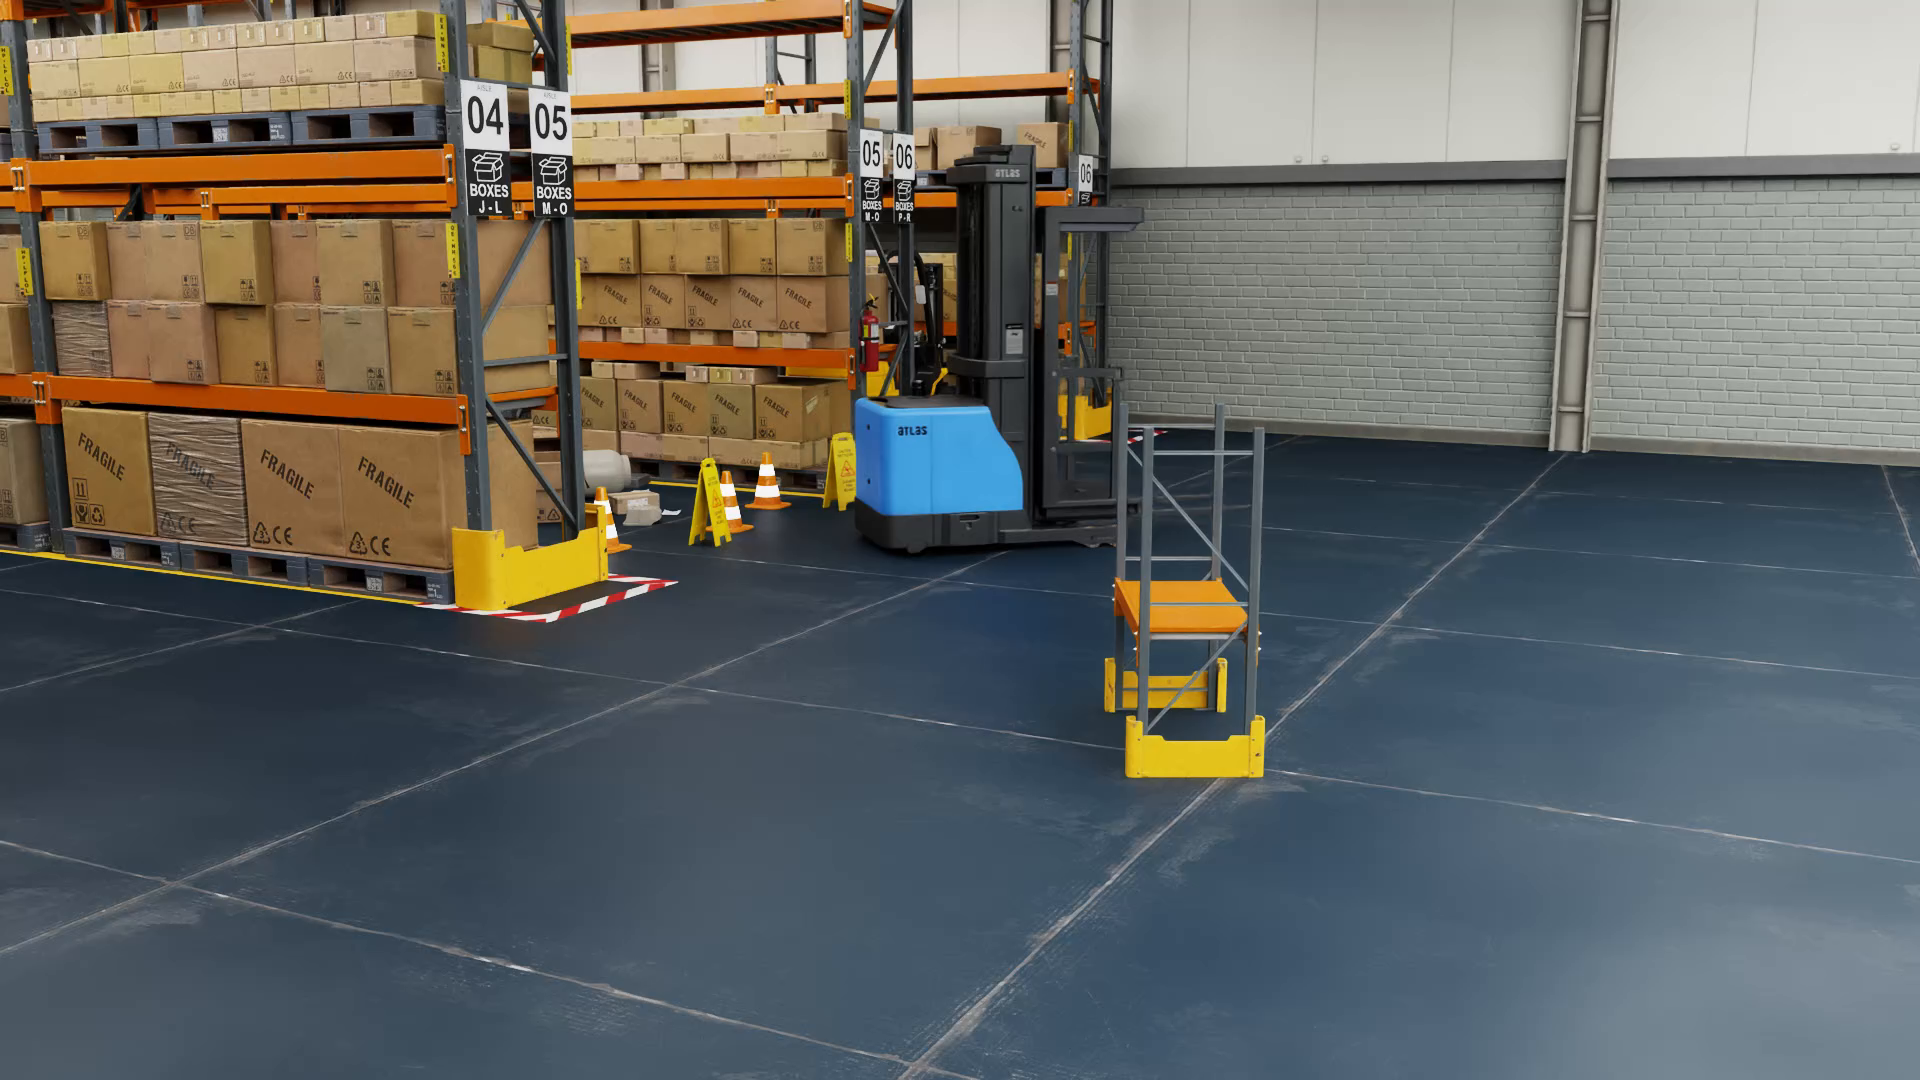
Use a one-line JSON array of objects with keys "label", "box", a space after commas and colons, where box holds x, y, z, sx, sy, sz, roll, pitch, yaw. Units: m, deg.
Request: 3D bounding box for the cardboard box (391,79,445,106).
[{"label": "cardboard box", "box": [-3.245, -2.720, 10.161, 0.250, 0.149, 0.380, 5, 11, 26]}]

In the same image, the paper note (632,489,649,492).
[{"label": "paper note", "box": [-2.913, -0.447, 15.113, 0.148, 0.019, 0.142, 1, 10, 6]}]

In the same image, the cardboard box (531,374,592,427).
[{"label": "cardboard box", "box": [-3.875, -1.387, 16.405, 0.500, 0.500, 0.500, 6, 12, 29]}]

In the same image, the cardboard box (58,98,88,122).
[{"label": "cardboard box", "box": [-5.975, -2.960, 11.487, 0.250, 0.149, 0.380, 5, 11, 26]}]

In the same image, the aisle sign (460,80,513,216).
[{"label": "aisle sign", "box": [-2.866, -2.366, 10.079, 0.004, 0.787, 0.394, 5, 11, 26]}]

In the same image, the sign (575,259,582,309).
[{"label": "sign", "box": [-2.546, -1.693, 11.009, 0.005, 0.325, 0.100, 5, 11, 26]}]

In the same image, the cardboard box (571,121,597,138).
[{"label": "cardboard box", "box": [-3.444, -3.858, 15.670, 0.250, 0.149, 0.380, 5, 11, 25]}]

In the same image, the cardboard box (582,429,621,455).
[{"label": "cardboard box", "box": [-3.391, -0.977, 16.249, 0.500, 0.250, 0.500, 6, 12, 29]}]

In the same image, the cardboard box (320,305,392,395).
[{"label": "cardboard box", "box": [-3.653, -1.276, 10.934, 0.550, 0.550, 0.875, 5, 11, 26]}]

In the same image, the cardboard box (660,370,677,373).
[{"label": "cardboard box", "box": [-3.178, -1.433, 16.660, 0.500, 0.500, 0.500, 5, 12, 27]}]

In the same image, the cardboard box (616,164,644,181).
[{"label": "cardboard box", "box": [-2.996, -3.427, 15.524, 0.250, 0.149, 0.380, 5, 11, 25]}]

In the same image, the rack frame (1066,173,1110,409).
[{"label": "rack frame", "box": [1.496, -2.731, 19.400, 0.127, 3.000, 1.000, 5, 11, 26]}]

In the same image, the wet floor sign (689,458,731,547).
[{"label": "wet floor sign", "box": [-1.895, -0.295, 12.550, 0.232, 0.644, 0.267, 3, 11, 16]}]

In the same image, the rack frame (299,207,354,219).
[{"label": "rack frame", "box": [-9.266, -3.677, 24.625, 0.127, 3.000, 1.000, 5, 11, 26]}]

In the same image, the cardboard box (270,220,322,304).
[{"label": "cardboard box", "box": [-4.089, -1.875, 11.214, 0.550, 0.550, 0.875, 5, 11, 26]}]

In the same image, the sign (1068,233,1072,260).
[{"label": "sign", "box": [1.243, -3.332, 18.803, 0.005, 0.325, 0.100, 5, 11, 26]}]

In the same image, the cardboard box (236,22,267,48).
[{"label": "cardboard box", "box": [-4.389, -3.213, 10.645, 0.250, 0.149, 0.380, 5, 11, 25]}]

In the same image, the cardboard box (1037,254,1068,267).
[{"label": "cardboard box", "box": [1.081, -3.241, 19.277, 0.250, 0.149, 0.380, 5, 11, 26]}]

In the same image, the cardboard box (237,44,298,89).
[{"label": "cardboard box", "box": [-4.258, -3.018, 10.684, 0.500, 0.250, 0.500, 5, 11, 25]}]

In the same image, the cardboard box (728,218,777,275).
[{"label": "cardboard box", "box": [-1.703, -2.672, 15.150, 0.500, 0.500, 0.700, 5, 11, 26]}]

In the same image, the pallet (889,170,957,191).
[{"label": "pallet", "box": [-0.225, -4.320, 20.001, 1.213, 0.211, 1.003, 5, 11, 26]}]

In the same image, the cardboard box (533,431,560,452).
[{"label": "cardboard box", "box": [-3.926, -0.723, 15.315, 0.500, 0.500, 0.500, -4, 11, -23]}]

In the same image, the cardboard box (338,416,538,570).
[{"label": "cardboard box", "box": [-3.434, -0.344, 10.995, 0.875, 0.875, 0.875, 5, 11, 26]}]

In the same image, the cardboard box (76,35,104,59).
[{"label": "cardboard box", "box": [-5.752, -3.333, 11.306, 0.250, 0.149, 0.380, 5, 11, 25]}]

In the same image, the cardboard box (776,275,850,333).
[{"label": "cardboard box", "box": [-1.306, -2.133, 14.976, 0.500, 0.500, 0.500, 5, 11, 25]}]

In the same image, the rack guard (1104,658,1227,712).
[{"label": "rack guard", "box": [1.002, 0.708, 8.114, 0.587, 0.250, 0.087, 0, 10, 0]}]

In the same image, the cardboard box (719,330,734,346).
[{"label": "cardboard box", "box": [-2.036, -1.894, 15.478, 0.250, 0.149, 0.380, 5, 11, 27]}]

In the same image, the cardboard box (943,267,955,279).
[{"label": "cardboard box", "box": [-0.101, -3.180, 19.774, 0.250, 0.149, 0.380, 5, 11, 26]}]

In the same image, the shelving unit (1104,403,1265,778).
[{"label": "shelving unit", "box": [1.004, 0.182, 7.512, 0.587, 1.500, 1.083, 0, 10, 0]}]

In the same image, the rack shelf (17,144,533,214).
[{"label": "rack shelf", "box": [-4.591, -2.420, 11.274, 4.000, 0.370, 1.077, 5, 11, 26]}]

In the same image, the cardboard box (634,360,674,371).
[{"label": "cardboard box", "box": [-3.932, -2.245, 22.203, 0.625, 0.625, 0.875, 5, 11, 23]}]

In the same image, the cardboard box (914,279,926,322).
[{"label": "cardboard box", "box": [-0.439, -2.898, 20.040, 0.500, 0.500, 0.500, 5, 11, 26]}]

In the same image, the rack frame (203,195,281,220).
[{"label": "rack frame", "box": [-7.872, -2.569, 18.501, 0.127, 3.000, 1.000, 5, 11, 26]}]

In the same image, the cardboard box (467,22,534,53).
[{"label": "cardboard box", "box": [-2.955, -3.218, 10.670, 0.250, 0.149, 0.380, 5, 11, 26]}]

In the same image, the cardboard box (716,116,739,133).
[{"label": "cardboard box", "box": [-2.004, -3.755, 15.099, 0.250, 0.149, 0.380, 5, 11, 26]}]

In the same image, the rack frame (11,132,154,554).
[{"label": "rack frame", "box": [-6.384, -1.455, 12.347, 0.127, 3.000, 1.000, 5, 11, 26]}]

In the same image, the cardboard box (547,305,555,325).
[{"label": "cardboard box", "box": [-4.013, -2.370, 16.287, 0.500, 0.500, 0.500, 5, 11, 26]}]

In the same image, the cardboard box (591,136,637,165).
[{"label": "cardboard box", "box": [-3.101, -3.643, 15.600, 0.500, 0.250, 0.500, 5, 11, 26]}]

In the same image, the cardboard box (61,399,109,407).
[{"label": "cardboard box", "box": [-10.054, -1.939, 19.809, 0.875, 0.875, 0.875, 5, 12, 27]}]

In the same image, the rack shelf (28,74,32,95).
[{"label": "rack shelf", "box": [-9.665, -5.128, 18.937, 4.000, 0.370, 1.077, 5, 11, 26]}]

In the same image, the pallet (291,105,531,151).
[{"label": "pallet", "box": [-3.467, -2.629, 10.660, 1.213, 0.211, 1.003, 5, 11, 26]}]

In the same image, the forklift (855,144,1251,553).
[{"label": "forklift", "box": [0.763, -1.469, 12.615, 3.031, 2.935, 1.130, -3, 11, -15]}]

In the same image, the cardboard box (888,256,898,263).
[{"label": "cardboard box", "box": [-0.747, -3.400, 20.157, 0.250, 0.149, 0.380, 5, 11, 26]}]

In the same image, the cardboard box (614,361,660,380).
[{"label": "cardboard box", "box": [-3.085, -1.625, 15.903, 0.250, 0.149, 0.380, 6, 12, 29]}]

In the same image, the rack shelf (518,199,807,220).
[{"label": "rack shelf", "box": [-3.885, -4.326, 21.809, 4.000, 0.370, 1.077, 5, 11, 26]}]

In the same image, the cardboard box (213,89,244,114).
[{"label": "cardboard box", "box": [-4.613, -2.840, 10.825, 0.250, 0.149, 0.380, 5, 11, 27]}]

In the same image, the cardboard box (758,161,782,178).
[{"label": "cardboard box", "box": [-1.602, -3.315, 14.907, 0.250, 0.149, 0.380, 5, 12, 28]}]

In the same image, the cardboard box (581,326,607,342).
[{"label": "cardboard box", "box": [-3.436, -2.001, 16.070, 0.250, 0.149, 0.380, 5, 12, 28]}]

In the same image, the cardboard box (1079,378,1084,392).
[{"label": "cardboard box", "box": [1.166, -1.901, 19.951, 0.500, 0.250, 0.500, 5, 12, 27]}]

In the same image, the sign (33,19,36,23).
[{"label": "sign", "box": [-11.229, -6.422, 20.102, 0.005, 0.325, 0.100, 5, 11, 26]}]

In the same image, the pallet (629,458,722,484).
[{"label": "pallet", "box": [-2.569, -0.738, 16.217, 1.213, 0.211, 1.003, 5, 11, 26]}]

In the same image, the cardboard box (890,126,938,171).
[{"label": "cardboard box", "box": [-0.391, -4.659, 19.878, 0.637, 0.503, 0.797, 5, 12, 28]}]

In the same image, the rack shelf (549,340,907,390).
[{"label": "rack shelf", "box": [-2.491, -1.742, 15.953, 4.000, 0.370, 1.077, 5, 11, 26]}]
